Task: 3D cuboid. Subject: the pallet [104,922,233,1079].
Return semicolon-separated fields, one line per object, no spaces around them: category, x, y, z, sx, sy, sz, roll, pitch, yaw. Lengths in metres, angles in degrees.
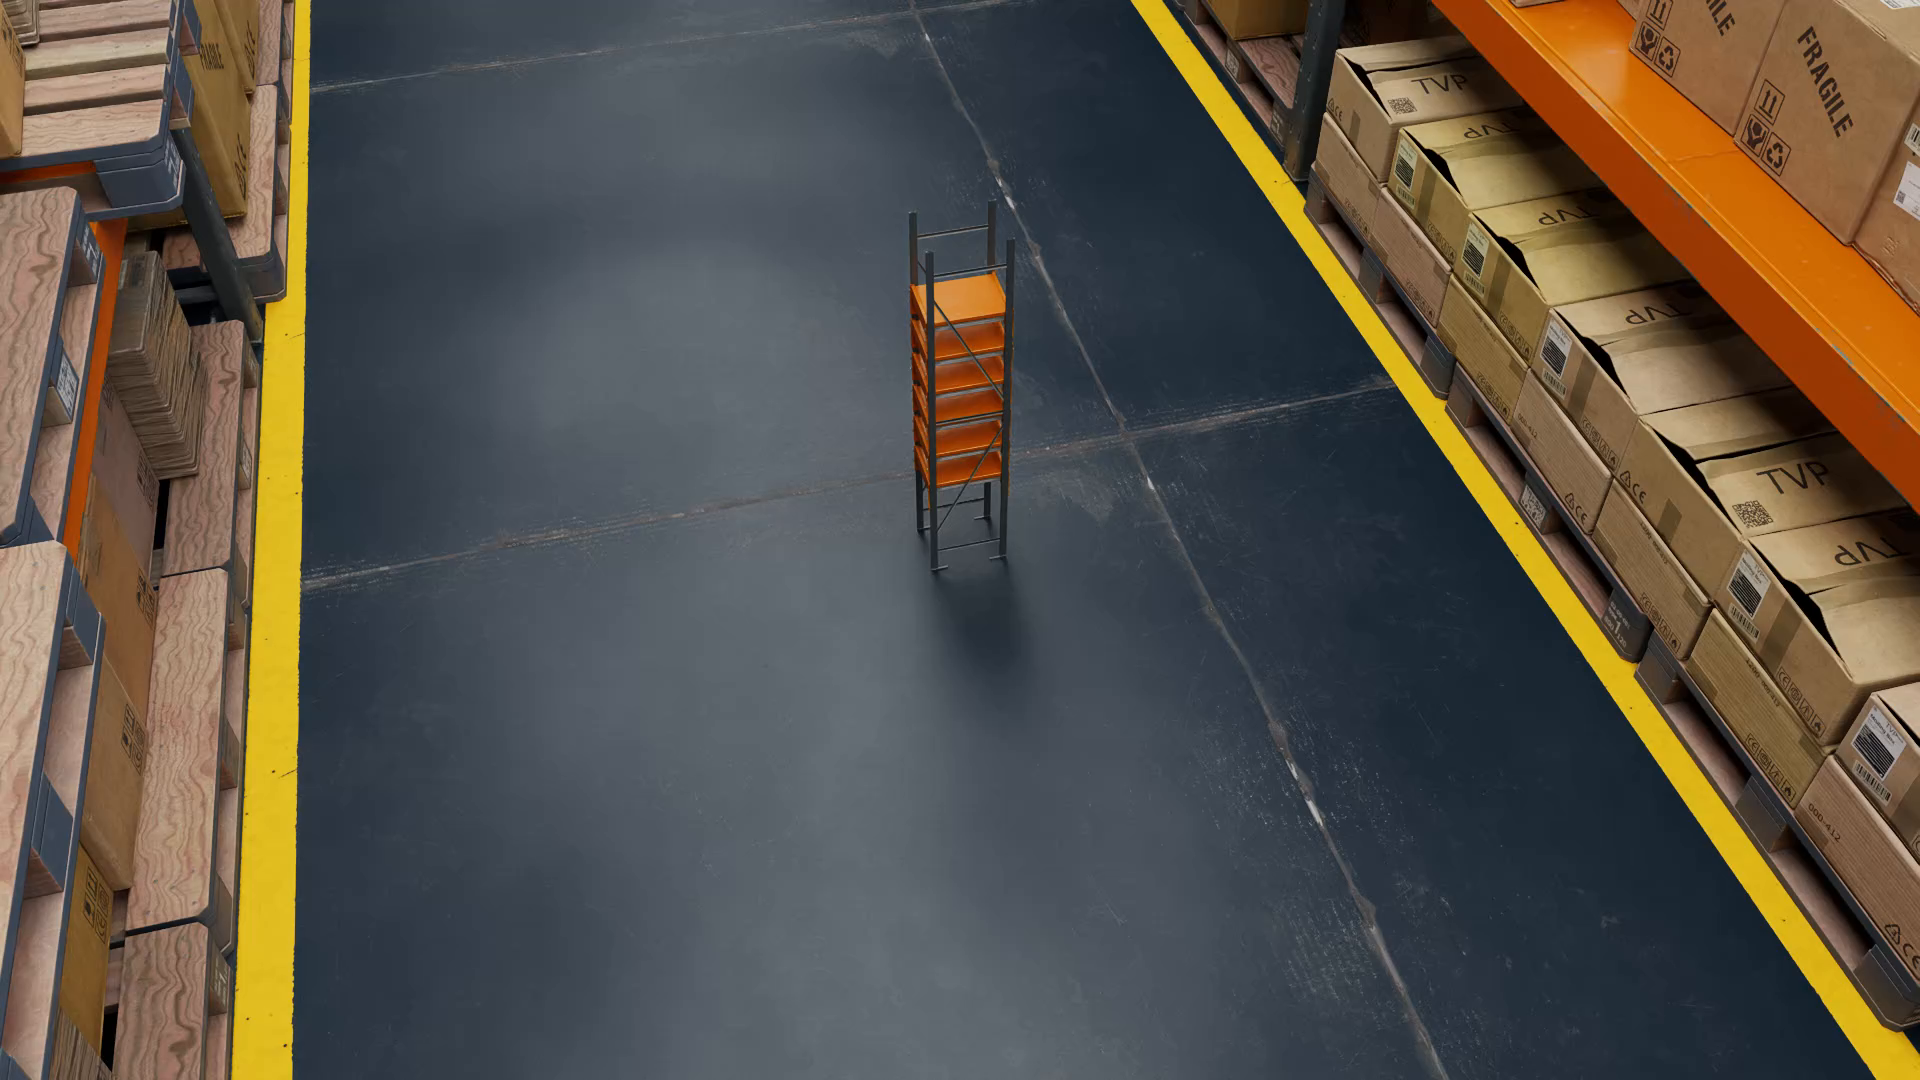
pallet;-2.162;1.504;3.628;1.003;0.211;1.213;-11;47;-10

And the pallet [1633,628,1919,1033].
pallet;2.600;0.631;4.483;1.003;0.211;1.213;-11;47;-10

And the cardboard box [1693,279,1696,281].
cardboard box;2.440;-0.962;5.331;0.500;0.311;0.500;-11;47;-11

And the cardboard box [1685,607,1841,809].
cardboard box;2.312;0.390;4.399;0.500;0.250;0.500;-11;47;-11

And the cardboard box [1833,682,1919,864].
cardboard box;2.445;0.549;3.850;0.500;0.311;0.500;-11;47;-10

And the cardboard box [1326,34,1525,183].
cardboard box;1.652;-1.570;5.927;0.500;0.311;0.500;-9;46;-9

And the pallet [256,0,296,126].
pallet;-3.423;-2.119;7.179;1.003;0.211;1.213;-11;47;-10

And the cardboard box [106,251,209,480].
cardboard box;-2.751;-0.488;5.070;0.700;0.500;0.500;-10;46;-10

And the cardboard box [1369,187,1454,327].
cardboard box;1.782;-1.027;5.787;0.500;0.250;0.500;-12;47;-11

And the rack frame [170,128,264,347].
rack frame;-2.986;-1.696;4.812;1.000;3.000;0.127;-11;47;-10

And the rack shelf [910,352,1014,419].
rack shelf;0.004;-0.463;4.758;0.258;0.103;0.180;-11;47;-10

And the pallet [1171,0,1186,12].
pallet;1.339;-2.992;8.034;1.003;0.211;1.213;-11;47;-10

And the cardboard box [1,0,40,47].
cardboard box;-2.856;-1.563;4.303;0.700;0.500;0.500;-16;48;-15

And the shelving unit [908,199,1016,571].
shelving unit;0.004;-0.410;4.812;0.258;1.200;0.189;-11;47;-10

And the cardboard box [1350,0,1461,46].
cardboard box;1.962;-2.250;6.797;0.500;0.500;0.500;-9;46;-9

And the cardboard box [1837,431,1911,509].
cardboard box;2.704;-0.258;4.642;0.500;0.311;0.500;-12;47;-12

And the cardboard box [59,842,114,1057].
cardboard box;-2.347;0.934;3.677;0.700;0.500;0.500;-12;47;-11

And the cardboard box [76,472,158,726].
cardboard box;-2.577;0.227;4.370;0.700;0.500;0.500;-11;47;-11

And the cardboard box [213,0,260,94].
cardboard box;-3.265;-2.229;6.545;0.750;0.750;0.750;-11;47;-11

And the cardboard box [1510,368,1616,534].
cardboard box;2.052;-0.315;5.090;0.500;0.250;0.500;-10;46;-10

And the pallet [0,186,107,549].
pallet;-2.439;-0.270;3.549;1.003;0.211;1.213;-11;47;-10

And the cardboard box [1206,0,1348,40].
cardboard box;1.336;-2.487;7.029;0.500;0.500;0.500;-9;46;-9

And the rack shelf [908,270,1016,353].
rack shelf;0.004;-0.631;4.586;0.258;0.103;0.180;-11;47;-10

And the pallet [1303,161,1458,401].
pallet;1.975;-1.053;6.134;1.003;0.211;1.213;-11;47;-10

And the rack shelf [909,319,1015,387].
rack shelf;0.004;-0.547;4.672;0.258;0.103;0.180;-11;47;-10

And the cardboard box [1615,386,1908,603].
cardboard box;2.181;-0.154;4.539;0.500;0.311;0.500;-11;47;-10

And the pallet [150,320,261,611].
pallet;-2.787;-0.181;5.279;1.003;0.211;1.213;-11;47;-10

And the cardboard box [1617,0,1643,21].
cardboard box;2.183;-1.647;4.939;0.380;0.149;0.250;-8;46;-7

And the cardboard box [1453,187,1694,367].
cardboard box;1.923;-0.857;5.228;0.500;0.311;0.500;-12;47;-11

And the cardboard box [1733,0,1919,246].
cardboard box;2.382;-1.121;4.178;0.500;0.500;0.500;-11;47;-10

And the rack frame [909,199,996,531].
rack frame;-0.020;-0.473;4.874;0.240;1.200;0.006;-11;47;-10
